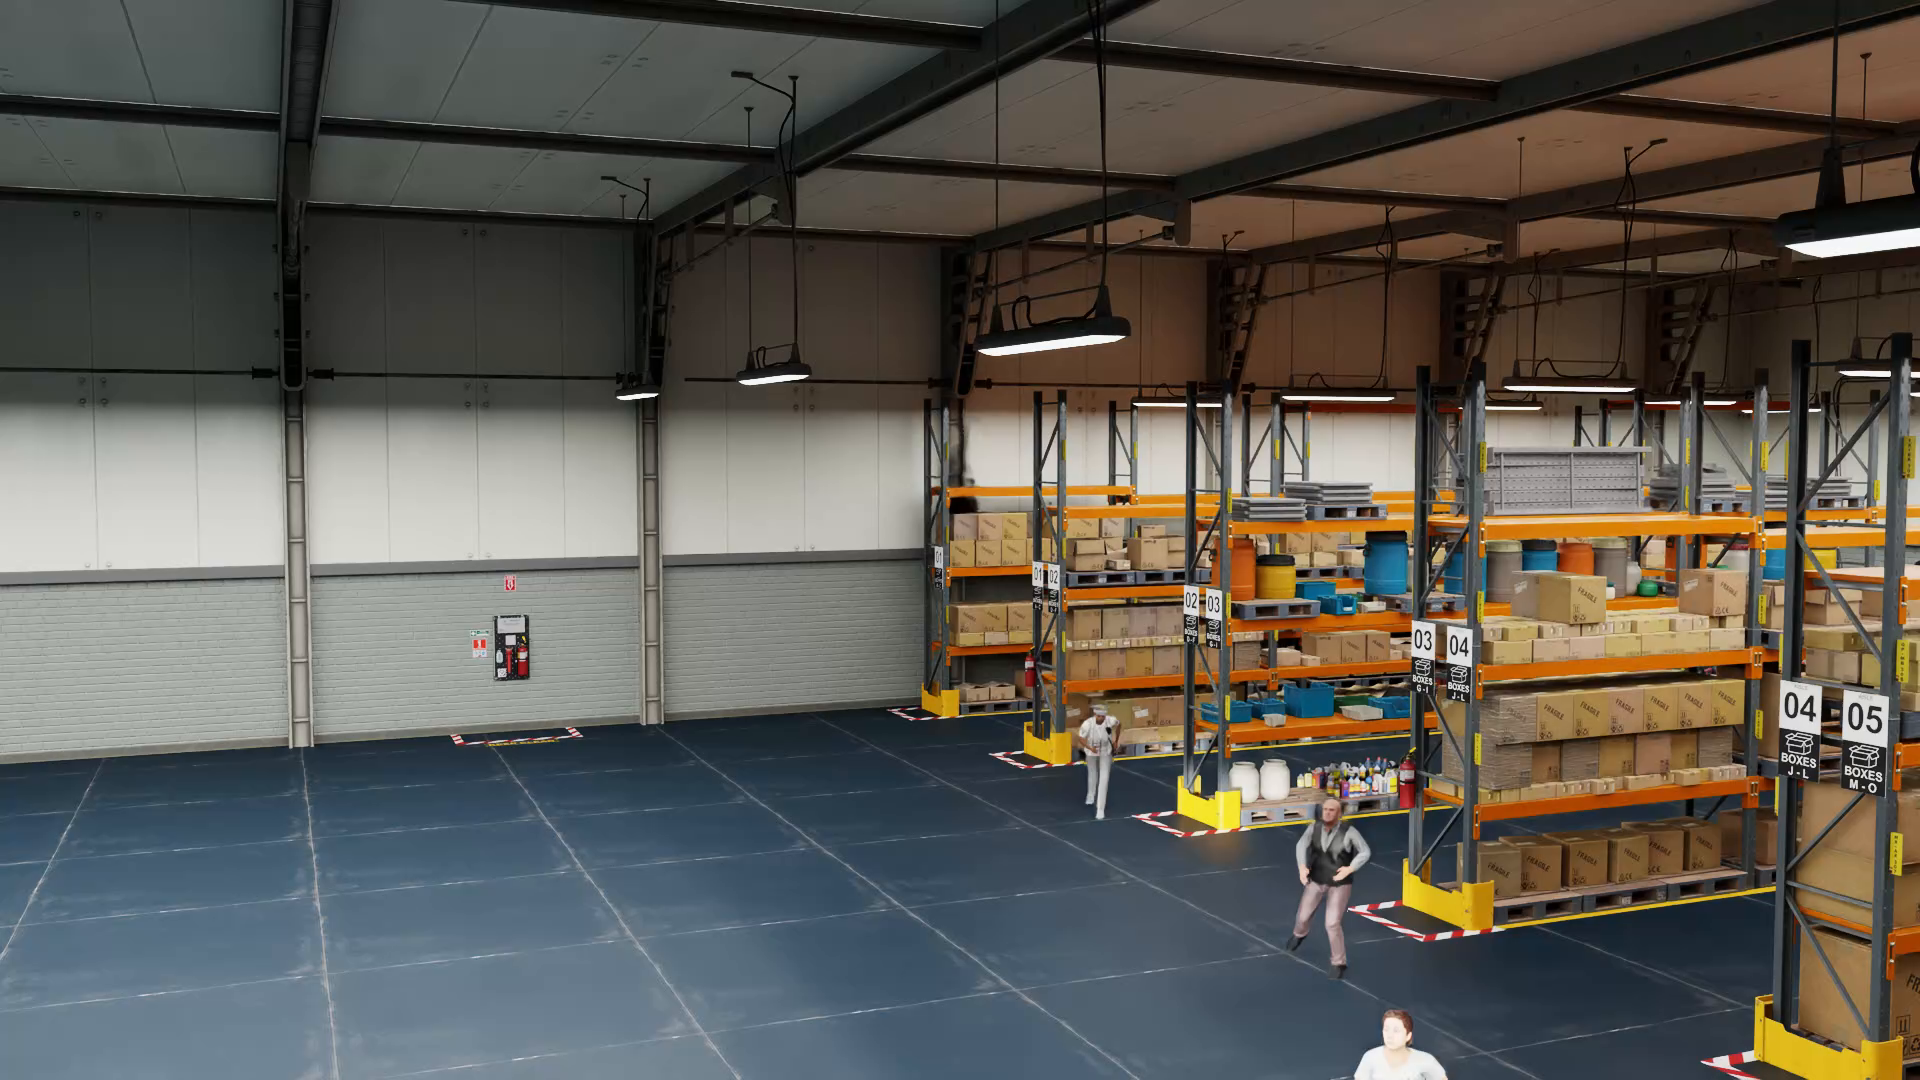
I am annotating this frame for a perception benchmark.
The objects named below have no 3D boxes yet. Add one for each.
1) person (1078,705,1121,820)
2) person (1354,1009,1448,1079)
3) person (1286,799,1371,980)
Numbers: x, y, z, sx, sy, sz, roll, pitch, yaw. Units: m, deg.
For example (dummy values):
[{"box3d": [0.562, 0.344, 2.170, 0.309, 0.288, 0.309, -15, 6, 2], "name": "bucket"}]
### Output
[{"box3d": [1.926, 3.038, 23.175, 0.618, 1.625, 0.985, 0, 3, -4], "name": "person"}, {"box3d": [2.738, 3.724, 10.339, 0.578, 1.677, 0.952, 2, 4, 27], "name": "person"}, {"box3d": [3.582, 3.379, 16.330, 0.879, 1.723, 0.715, 2, 4, 28], "name": "person"}]
